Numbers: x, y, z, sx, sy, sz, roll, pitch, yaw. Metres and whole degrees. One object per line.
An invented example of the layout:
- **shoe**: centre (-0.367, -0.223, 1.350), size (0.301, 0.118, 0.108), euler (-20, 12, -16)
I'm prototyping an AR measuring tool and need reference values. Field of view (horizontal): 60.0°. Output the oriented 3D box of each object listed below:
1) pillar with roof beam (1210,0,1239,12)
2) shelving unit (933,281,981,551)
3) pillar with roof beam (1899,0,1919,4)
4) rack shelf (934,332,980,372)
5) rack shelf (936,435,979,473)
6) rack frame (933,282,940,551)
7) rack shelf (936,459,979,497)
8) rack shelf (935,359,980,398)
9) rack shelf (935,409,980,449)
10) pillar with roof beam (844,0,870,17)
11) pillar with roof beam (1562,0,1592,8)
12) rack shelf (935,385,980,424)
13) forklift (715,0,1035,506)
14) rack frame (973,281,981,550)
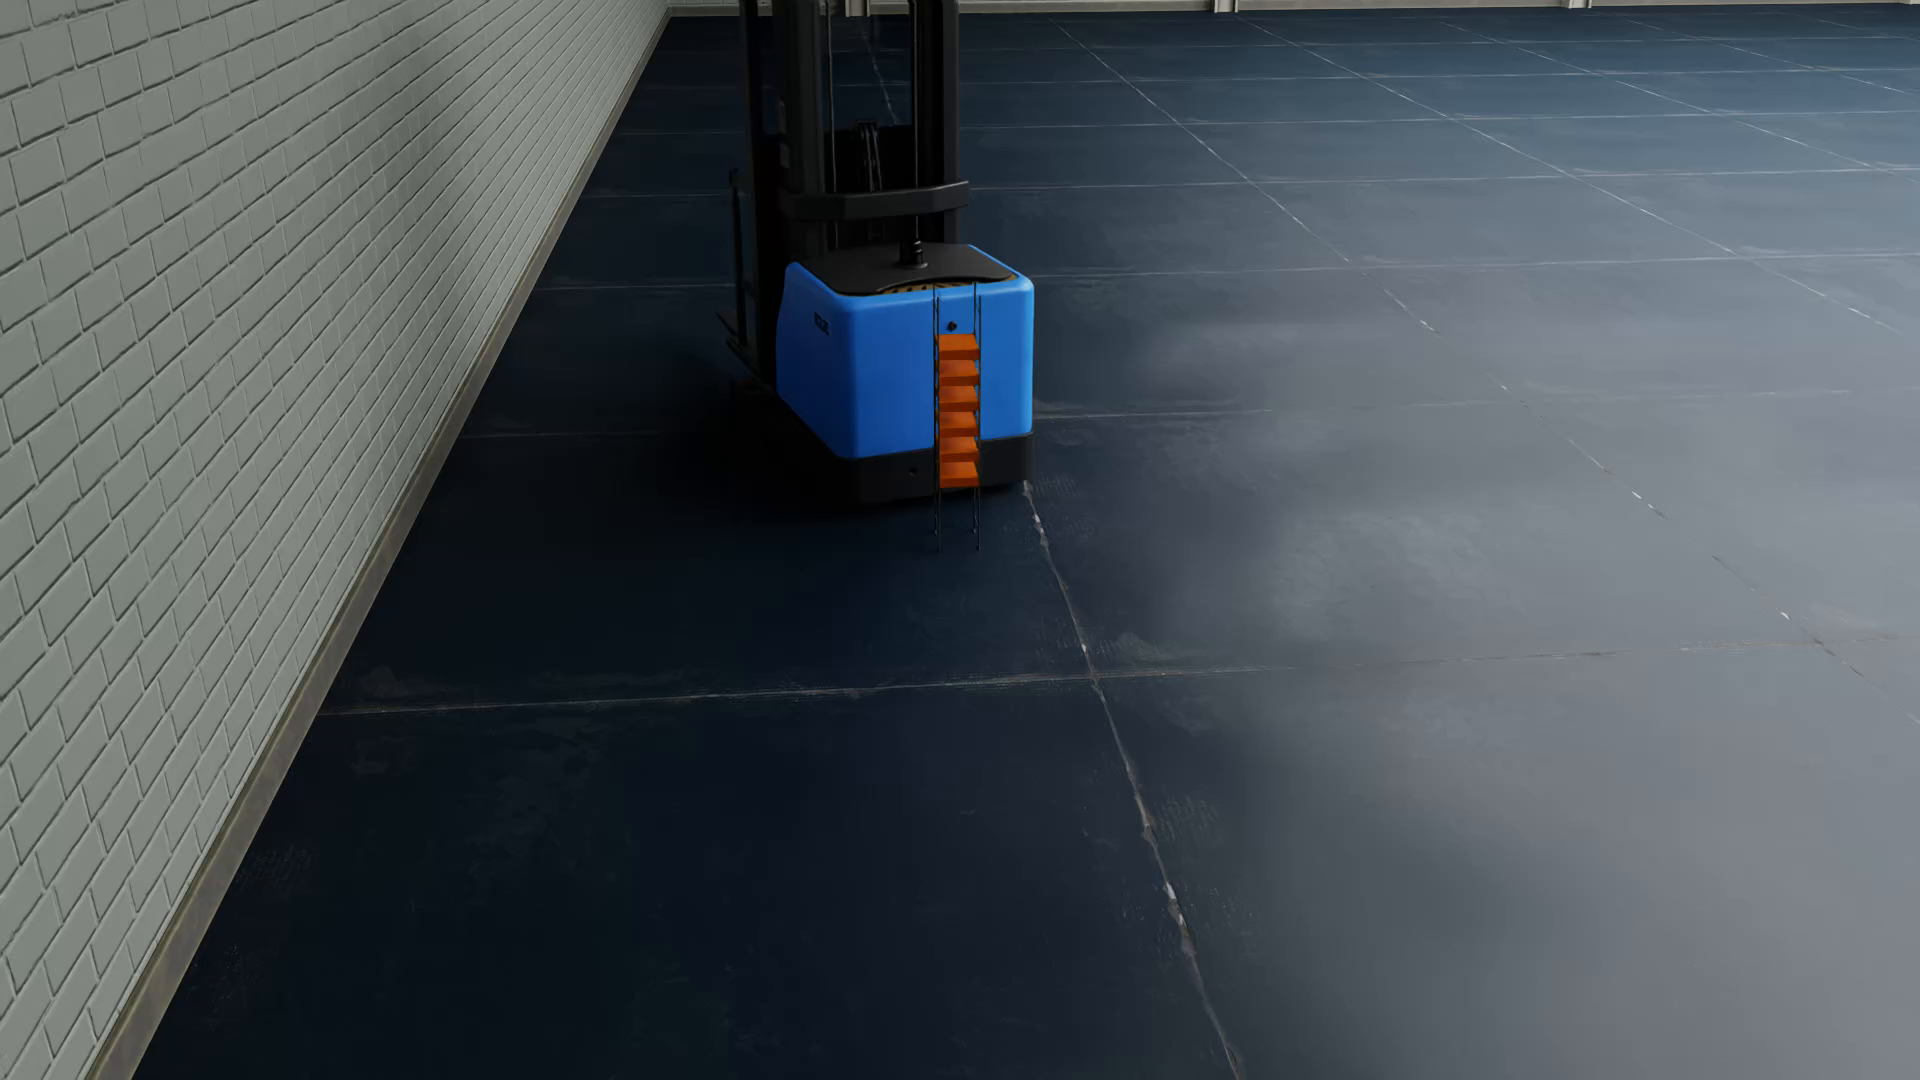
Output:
- **pillar with roof beam**: centre (4.744, -11.039, 21.506), size (0.400, 9.000, 9.100), euler (-2, 24, -5)
- **shelving unit**: centre (-0.014, -0.548, 7.505), size (0.189, 1.200, 0.258), euler (-2, 24, -5)
- **pillar with roof beam**: centre (16.686, -11.518, 22.584), size (0.400, 9.000, 9.100), euler (-2, 24, -5)
- **rack shelf**: centre (-0.014, -0.836, 7.377), size (0.180, 0.103, 0.258), euler (-2, 24, -5)
- **rack shelf**: centre (-0.014, -0.397, 7.572), size (0.180, 0.103, 0.258), euler (-2, 24, -5)
- **rack frame**: centre (-0.105, -0.544, 7.497), size (0.006, 1.200, 0.240), euler (-2, 24, -5)
- **rack shelf**: centre (-0.014, -0.288, 7.621), size (0.180, 0.103, 0.258), euler (-2, 24, -5)
- **rack shelf**: centre (-0.014, -0.726, 7.426), size (0.180, 0.103, 0.258), euler (-2, 24, -5)
- **rack shelf**: centre (-0.014, -0.507, 7.523), size (0.180, 0.103, 0.258), euler (-2, 24, -5)
- **pillar with roof beam**: centre (-1.227, -10.799, 20.967), size (0.400, 9.000, 9.100), euler (-2, 24, -5)
- **pillar with roof beam**: centre (10.715, -11.278, 22.045), size (0.400, 9.000, 9.100), euler (-2, 24, -5)
- **rack shelf**: centre (-0.014, -0.617, 7.474), size (0.180, 0.103, 0.258), euler (-2, 24, -5)
- **forklift**: centre (-0.655, -2.070, 8.798), size (1.130, 2.935, 3.031), euler (-9, 26, -20)
- **rack frame**: centre (0.077, -0.551, 7.513), size (0.006, 1.200, 0.240), euler (-2, 24, -5)
